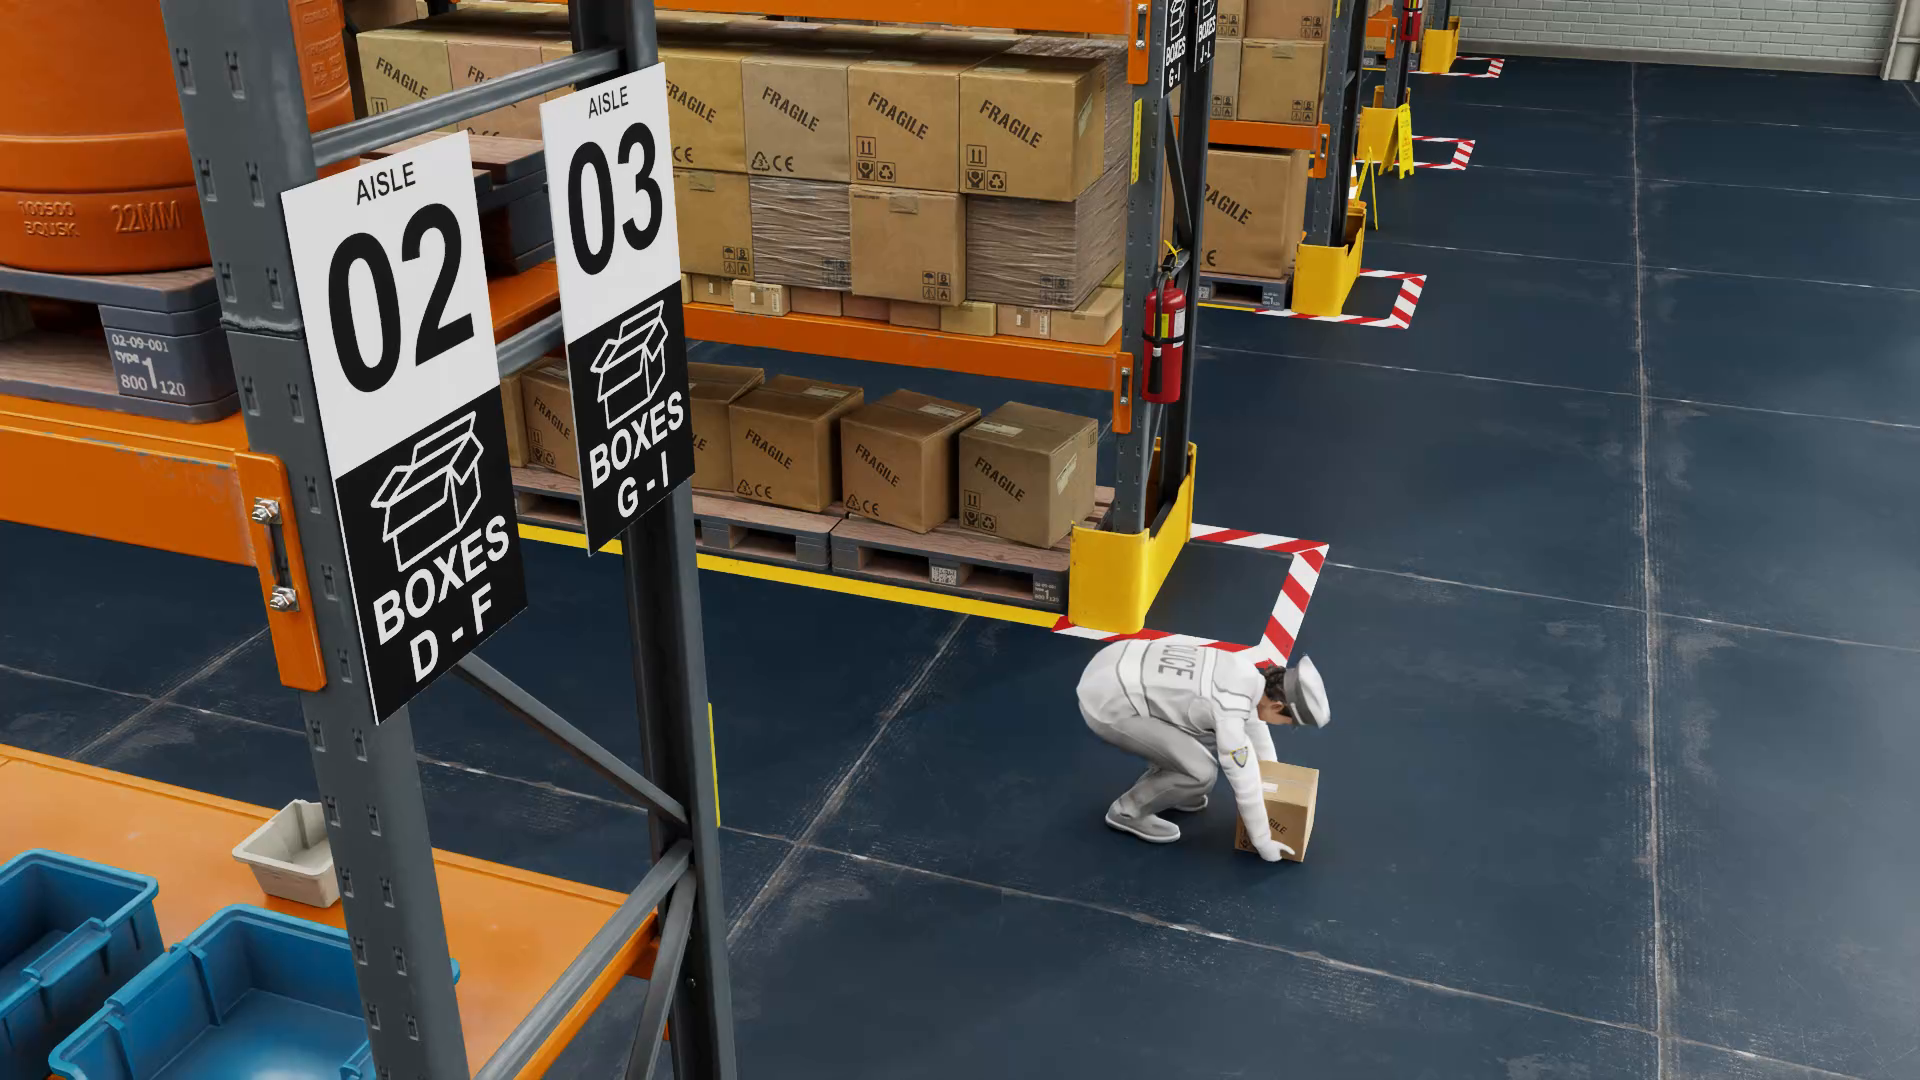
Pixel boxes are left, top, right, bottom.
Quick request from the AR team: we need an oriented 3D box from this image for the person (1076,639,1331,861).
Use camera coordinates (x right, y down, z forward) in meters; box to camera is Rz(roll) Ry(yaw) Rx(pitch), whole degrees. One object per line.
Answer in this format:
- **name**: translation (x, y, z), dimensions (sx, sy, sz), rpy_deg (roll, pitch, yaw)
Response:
- **person**: translation (0.888, 0.743, 6.150), dimensions (0.914, 0.761, 0.448), rpy_deg (8, 27, 16)
